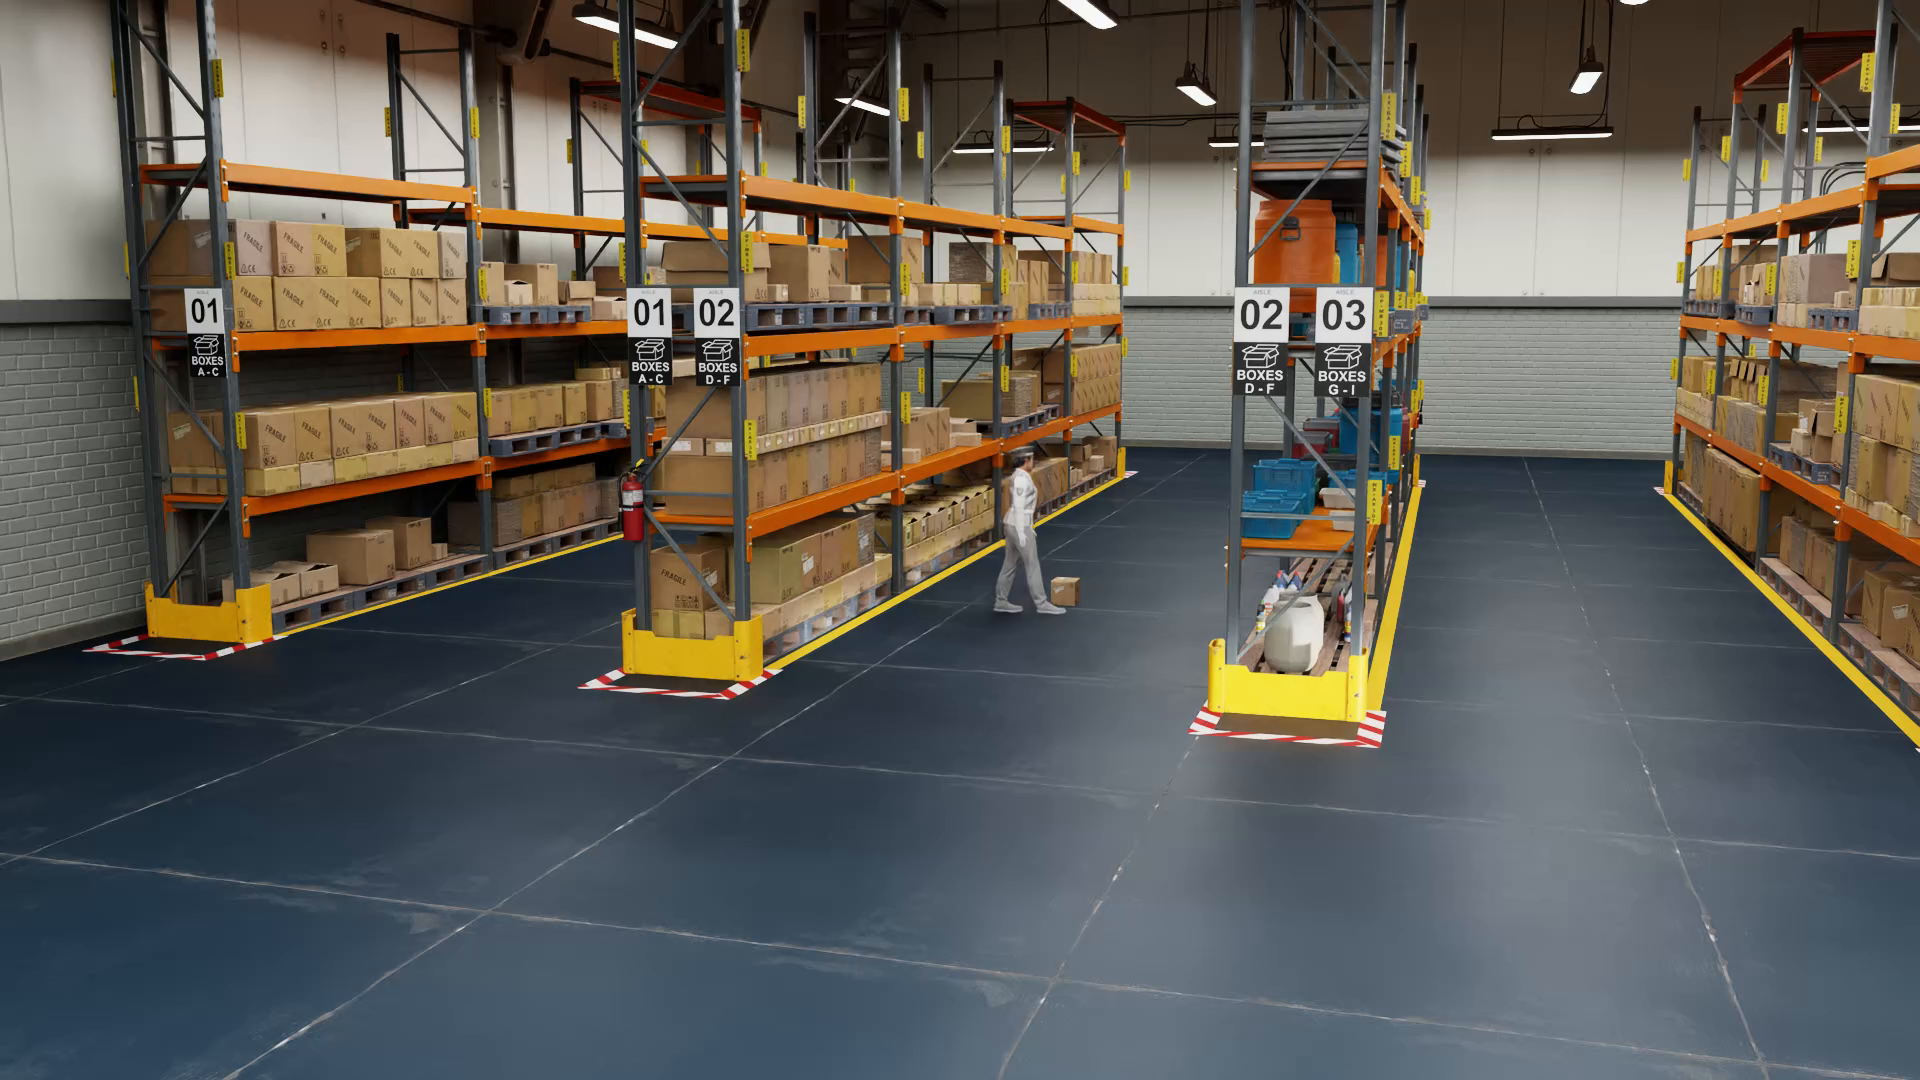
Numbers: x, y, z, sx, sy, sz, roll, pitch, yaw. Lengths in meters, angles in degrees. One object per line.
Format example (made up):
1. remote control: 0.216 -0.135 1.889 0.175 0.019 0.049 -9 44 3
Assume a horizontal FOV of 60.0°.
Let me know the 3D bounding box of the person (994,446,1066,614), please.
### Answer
1. person: 0.681 -0.099 16.382 0.679 1.647 0.536 -1 8 -5
